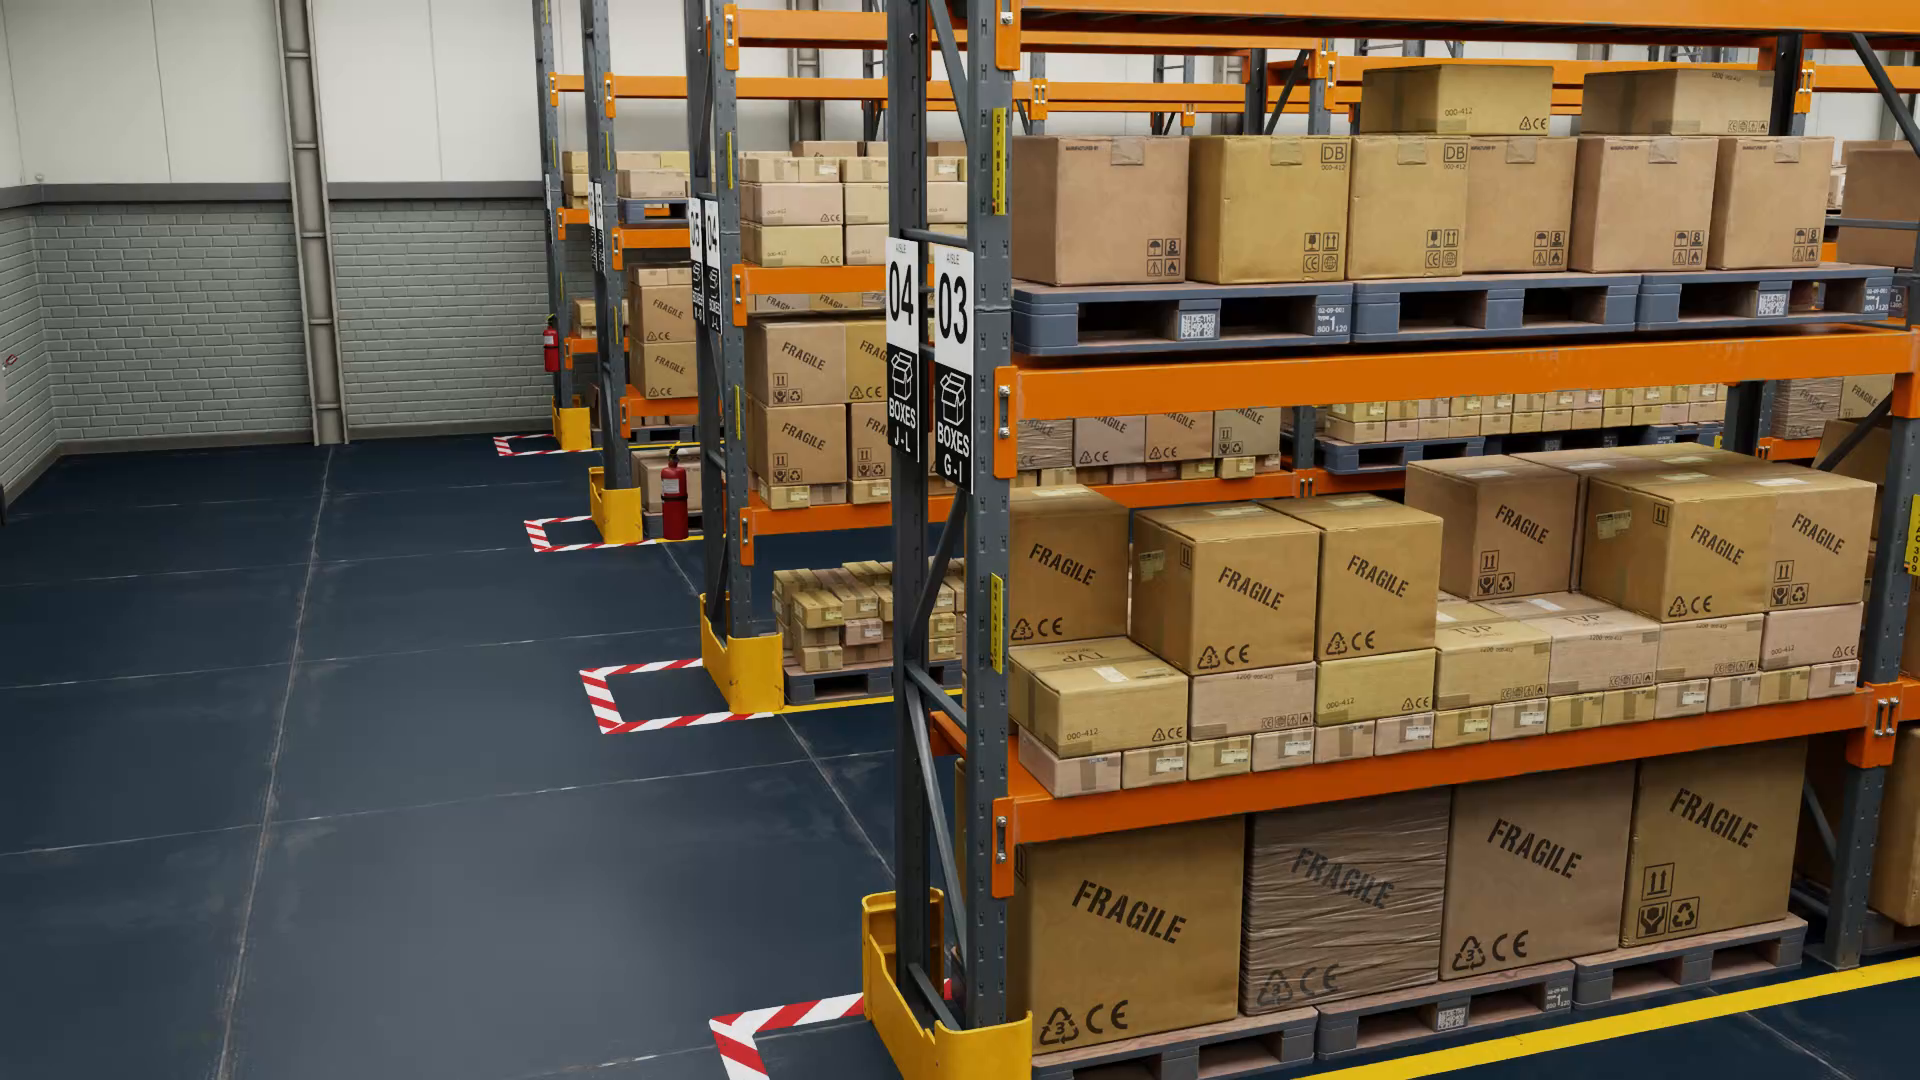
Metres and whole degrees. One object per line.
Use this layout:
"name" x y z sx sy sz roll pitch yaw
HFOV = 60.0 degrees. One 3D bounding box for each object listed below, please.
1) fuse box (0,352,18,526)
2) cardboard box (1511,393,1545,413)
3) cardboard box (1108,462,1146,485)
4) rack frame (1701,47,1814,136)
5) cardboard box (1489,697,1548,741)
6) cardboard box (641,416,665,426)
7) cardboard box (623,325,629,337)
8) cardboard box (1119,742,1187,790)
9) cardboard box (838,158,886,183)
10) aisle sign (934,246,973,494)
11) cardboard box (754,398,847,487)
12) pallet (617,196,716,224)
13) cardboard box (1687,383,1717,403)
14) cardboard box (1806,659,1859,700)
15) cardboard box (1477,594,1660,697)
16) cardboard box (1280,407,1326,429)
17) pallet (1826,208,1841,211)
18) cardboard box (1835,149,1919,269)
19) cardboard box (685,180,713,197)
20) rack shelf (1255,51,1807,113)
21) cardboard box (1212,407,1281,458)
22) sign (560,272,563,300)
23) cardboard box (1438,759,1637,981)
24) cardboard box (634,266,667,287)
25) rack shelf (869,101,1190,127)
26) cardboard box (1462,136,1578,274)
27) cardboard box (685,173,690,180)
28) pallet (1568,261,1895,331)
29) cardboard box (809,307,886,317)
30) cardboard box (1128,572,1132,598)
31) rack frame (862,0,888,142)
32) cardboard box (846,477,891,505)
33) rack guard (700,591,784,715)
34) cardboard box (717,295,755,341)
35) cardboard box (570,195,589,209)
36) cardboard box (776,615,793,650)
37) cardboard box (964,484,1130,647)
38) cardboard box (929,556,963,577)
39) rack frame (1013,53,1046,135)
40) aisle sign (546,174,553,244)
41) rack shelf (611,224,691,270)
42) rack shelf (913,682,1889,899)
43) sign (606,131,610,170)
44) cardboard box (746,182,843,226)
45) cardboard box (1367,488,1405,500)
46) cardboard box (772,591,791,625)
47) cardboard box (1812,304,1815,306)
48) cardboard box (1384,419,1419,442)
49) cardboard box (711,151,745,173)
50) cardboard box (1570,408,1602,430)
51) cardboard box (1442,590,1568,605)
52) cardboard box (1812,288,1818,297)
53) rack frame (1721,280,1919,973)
"fuse box" -9.079 -0.980 15.673 0.414 1.711 0.539 -4 14 -18
"cardboard box" 4.017 -1.027 12.077 0.250 0.149 0.380 -5 14 -19
"cardboard box" 1.077 -0.489 11.368 0.250 0.149 0.380 -5 14 -20
"rack frame" 6.046 -3.988 12.568 0.127 3.000 1.000 -4 14 -18
"cardboard box" 2.097 0.652 6.572 0.250 0.149 0.380 -4 14 -17
"cardboard box" -3.772 -1.510 20.368 0.250 0.149 0.380 -5 14 -20
"cardboard box" -3.934 -2.543 20.002 0.250 0.149 0.380 -5 14 -19
"cardboard box" 0.635 0.766 6.091 0.250 0.149 0.380 -5 14 -19
"cardboard box" -0.628 -2.295 10.316 0.250 0.149 0.380 -4 14 -18
"aisle sign" -0.022 -0.577 5.575 0.004 0.787 0.394 -4 14 -18
"cardboard box" -1.022 -0.644 10.618 0.500 0.500 0.500 -4 14 -15
"pallet" -2.511 -3.030 15.216 1.213 0.211 1.003 -4 14 -18
"cardboard box" 5.471 -1.139 12.551 0.250 0.149 0.380 -4 14 -16
"cardboard box" 3.557 0.538 7.049 0.250 0.149 0.380 -4 14 -18
"cardboard box" 2.433 0.416 6.699 0.500 0.250 0.500 -4 14 -17
"cardboard box" 2.568 -0.929 12.307 0.250 0.149 0.380 -5 14 -19
"pallet" 7.699 -2.579 13.535 1.213 0.211 1.003 -4 14 -15
"cardboard box" 4.288 -1.436 7.198 0.500 0.500 0.700 -4 14 -17
"cardboard box" -2.441 -3.248 15.361 0.250 0.149 0.380 -6 14 -22
"rack shelf" 4.151 -3.295 12.077 4.000 0.370 1.077 -4 14 -18
"cardboard box" 1.887 -0.869 11.564 0.500 0.500 0.500 -4 14 -18
"sign" -4.624 -2.947 19.288 0.005 0.325 0.100 -4 14 -18
"cardboard box" 2.237 1.248 7.203 0.875 0.875 0.875 -4 14 -18
"cardboard box" -2.786 -2.373 14.965 0.250 0.149 0.380 -4 14 -17
"rack shelf" 0.890 -5.462 21.185 4.000 0.370 1.077 -4 14 -18
"cardboard box" 1.967 -1.322 6.505 0.500 0.500 0.700 -4 14 -16
"cardboard box" -3.325 -4.226 19.734 0.500 0.250 0.500 -5 14 -20
"pallet" 2.963 -1.037 6.835 1.213 0.211 1.003 -4 14 -18
"cardboard box" -0.701 -1.284 11.147 0.500 0.500 0.500 -5 14 -20
"cardboard box" 1.040 0.293 11.506 0.250 0.149 0.380 -5 14 -21
"rack frame" -1.006 -5.859 20.435 0.127 3.000 1.000 -4 14 -18
"cardboard box" -0.624 -0.344 10.759 0.250 0.149 0.380 -5 14 -20
"rack guard" -1.464 0.732 11.093 0.348 0.500 1.175 -4 14 -18
"cardboard box" -2.177 -2.104 15.239 0.500 0.500 0.500 -5 14 -20
"cardboard box" -4.421 -3.955 19.455 0.250 0.149 0.380 -4 14 -17
"cardboard box" -1.103 0.619 11.417 0.250 0.149 0.380 -4 14 -17
"cardboard box" 0.328 0.087 6.465 0.500 0.500 0.500 -4 14 -17
"cardboard box" -0.151 0.230 11.769 0.250 0.149 0.380 -4 14 -16
"rack frame" 0.581 -4.771 15.860 0.127 3.000 1.000 -4 14 -18
"aisle sign" -4.768 -3.840 19.296 0.004 0.787 0.394 -4 14 -18
"rack shelf" -1.315 -2.814 15.669 4.000 0.370 1.077 -4 14 -18
"rack shelf" 1.846 0.819 6.879 4.000 0.370 1.077 -4 14 -18
"sign" -3.039 -3.358 14.342 0.005 0.325 0.100 -4 14 -18
"cardboard box" -1.027 -2.084 10.292 0.500 0.250 0.500 -4 14 -17
"cardboard box" 3.372 -0.272 12.786 0.500 0.250 0.500 -4 14 -15
"cardboard box" -1.127 0.458 11.454 0.250 0.149 0.380 -5 14 -20
"cardboard box" 6.475 -1.635 13.265 0.500 0.500 0.700 -5 14 -18
"cardboard box" 3.036 -0.806 11.791 0.250 0.149 0.380 -4 14 -17
"cardboard box" -2.857 -4.510 19.849 0.500 0.250 0.500 -4 14 -17
"cardboard box" 4.508 -0.920 12.273 0.250 0.149 0.380 -4 14 -16
"cardboard box" 2.250 0.302 7.179 0.500 0.250 0.500 -4 14 -17
"cardboard box" 9.617 -2.683 19.191 0.500 0.500 0.500 -5 14 -19
"rack frame" 3.741 0.321 7.416 0.127 3.000 1.000 -4 14 -18
